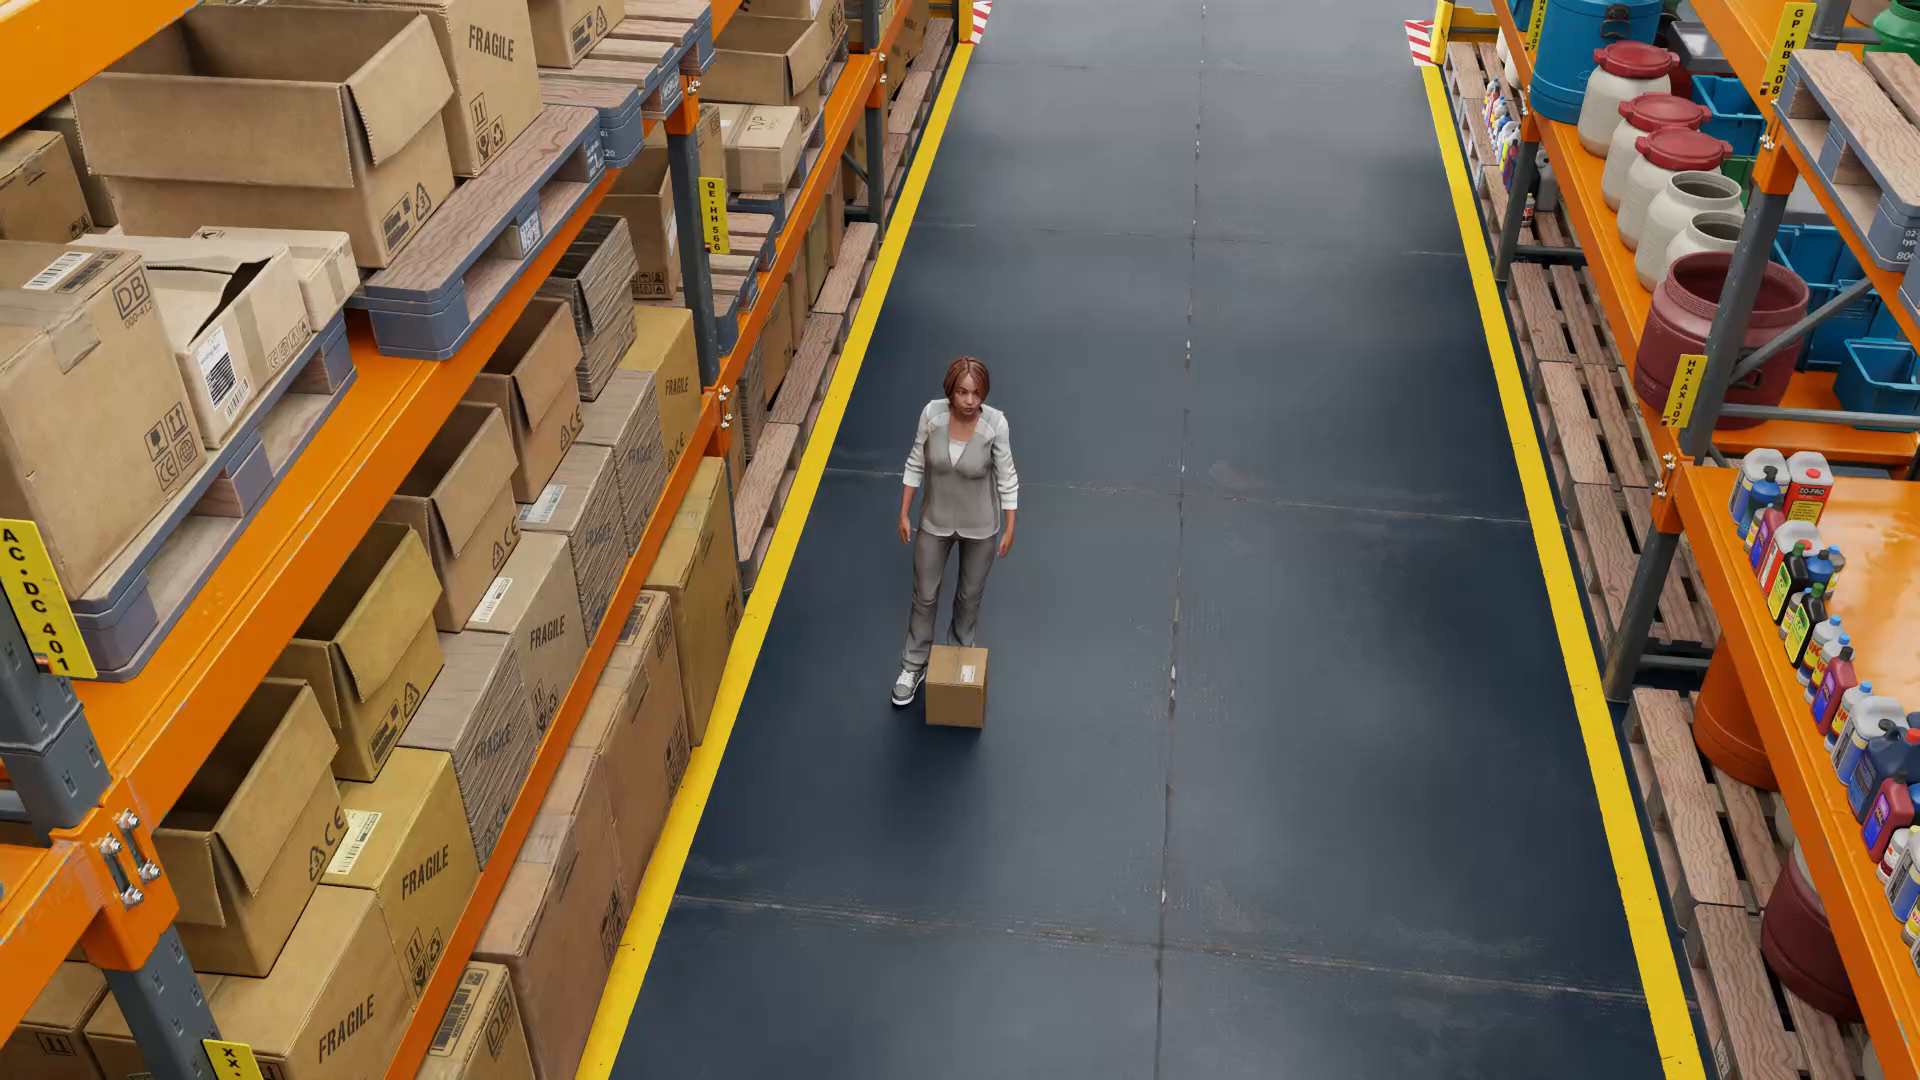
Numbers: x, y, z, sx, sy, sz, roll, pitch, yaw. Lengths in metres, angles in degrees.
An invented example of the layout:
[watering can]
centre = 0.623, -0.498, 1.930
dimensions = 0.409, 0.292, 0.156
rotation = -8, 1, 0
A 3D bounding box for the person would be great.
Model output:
[person]
centre = -0.026, -0.016, 7.050
dimensions = 0.520, 1.599, 0.472
rotation = 4, 37, 6
